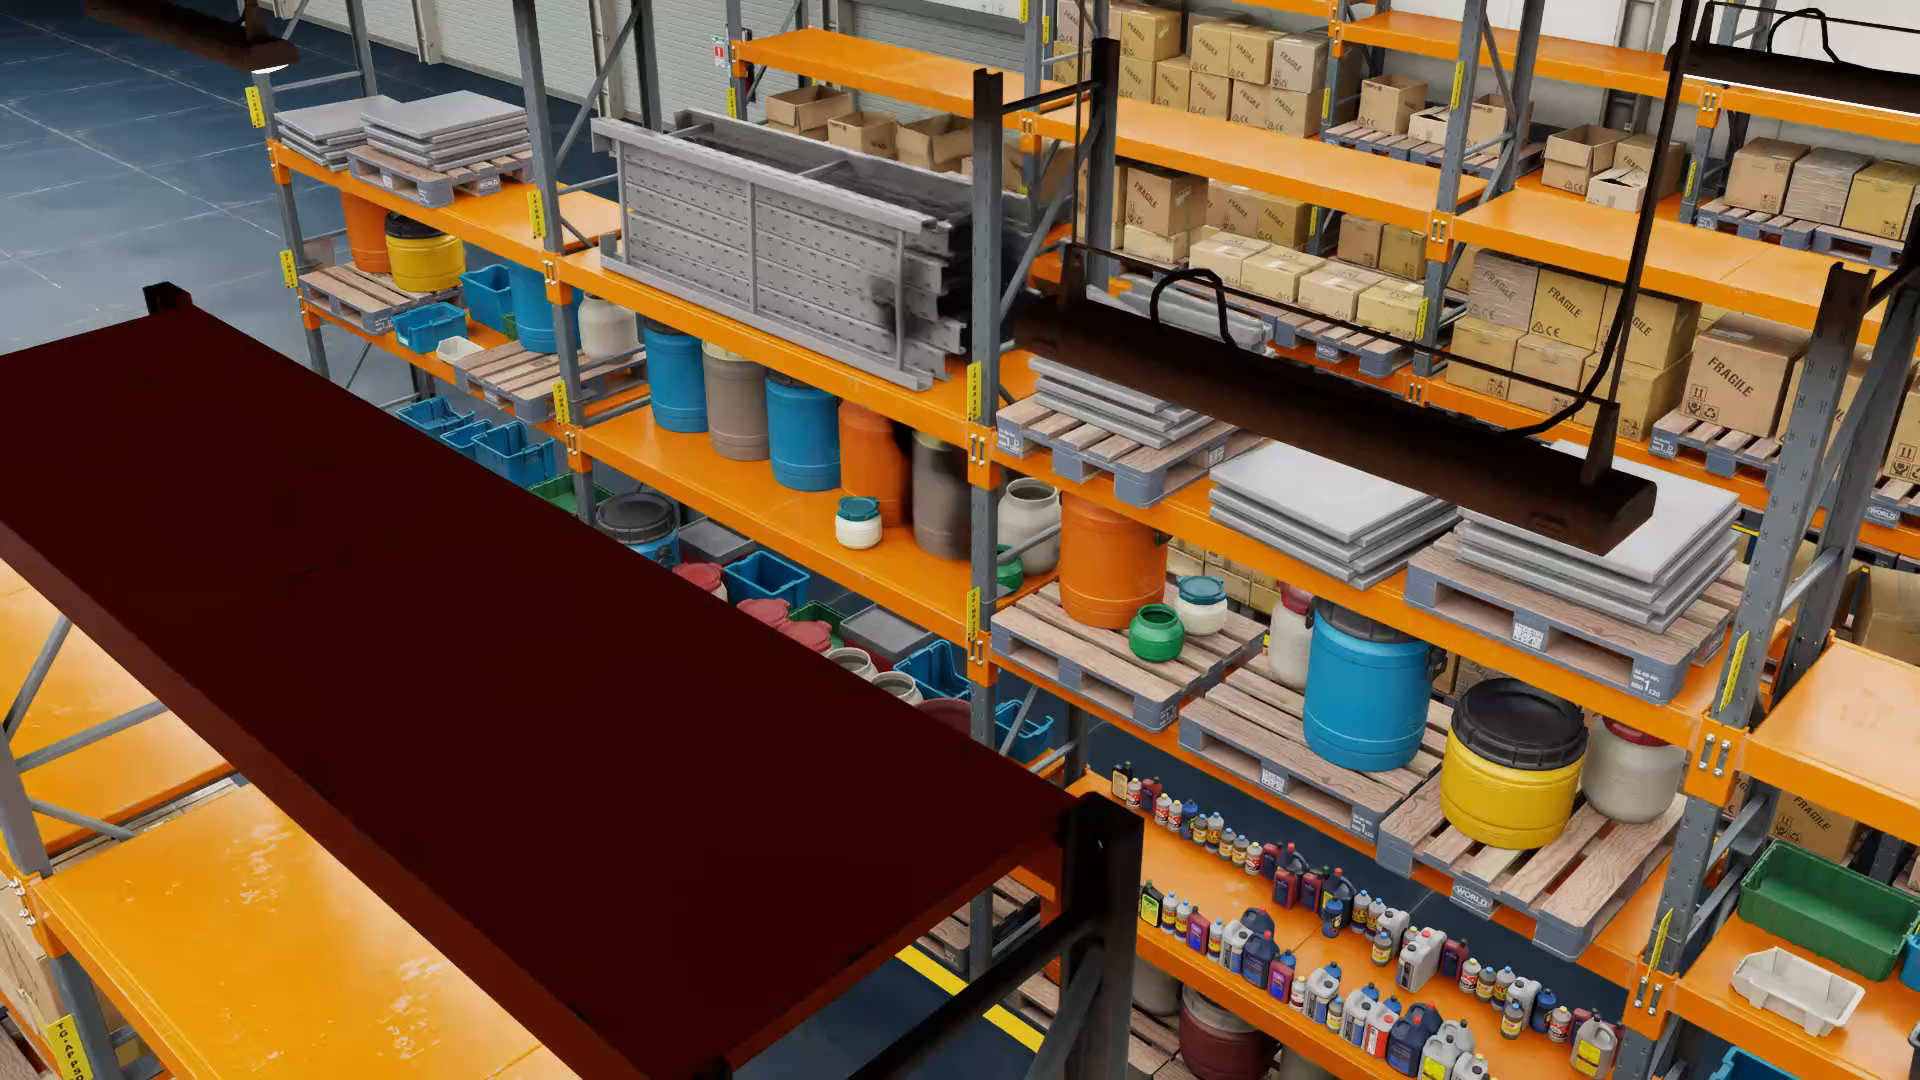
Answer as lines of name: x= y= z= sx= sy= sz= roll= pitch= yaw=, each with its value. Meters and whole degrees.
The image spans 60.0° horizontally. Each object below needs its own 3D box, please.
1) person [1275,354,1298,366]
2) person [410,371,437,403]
person: x=3.172 y=-1.237 z=16.802 sx=0.538 sy=1.595 sz=0.556 roll=22 pitch=36 yaw=33
person: x=-5.956 y=-2.404 z=18.803 sx=0.815 sy=1.691 sz=0.655 roll=-12 pitch=32 yaw=-20
